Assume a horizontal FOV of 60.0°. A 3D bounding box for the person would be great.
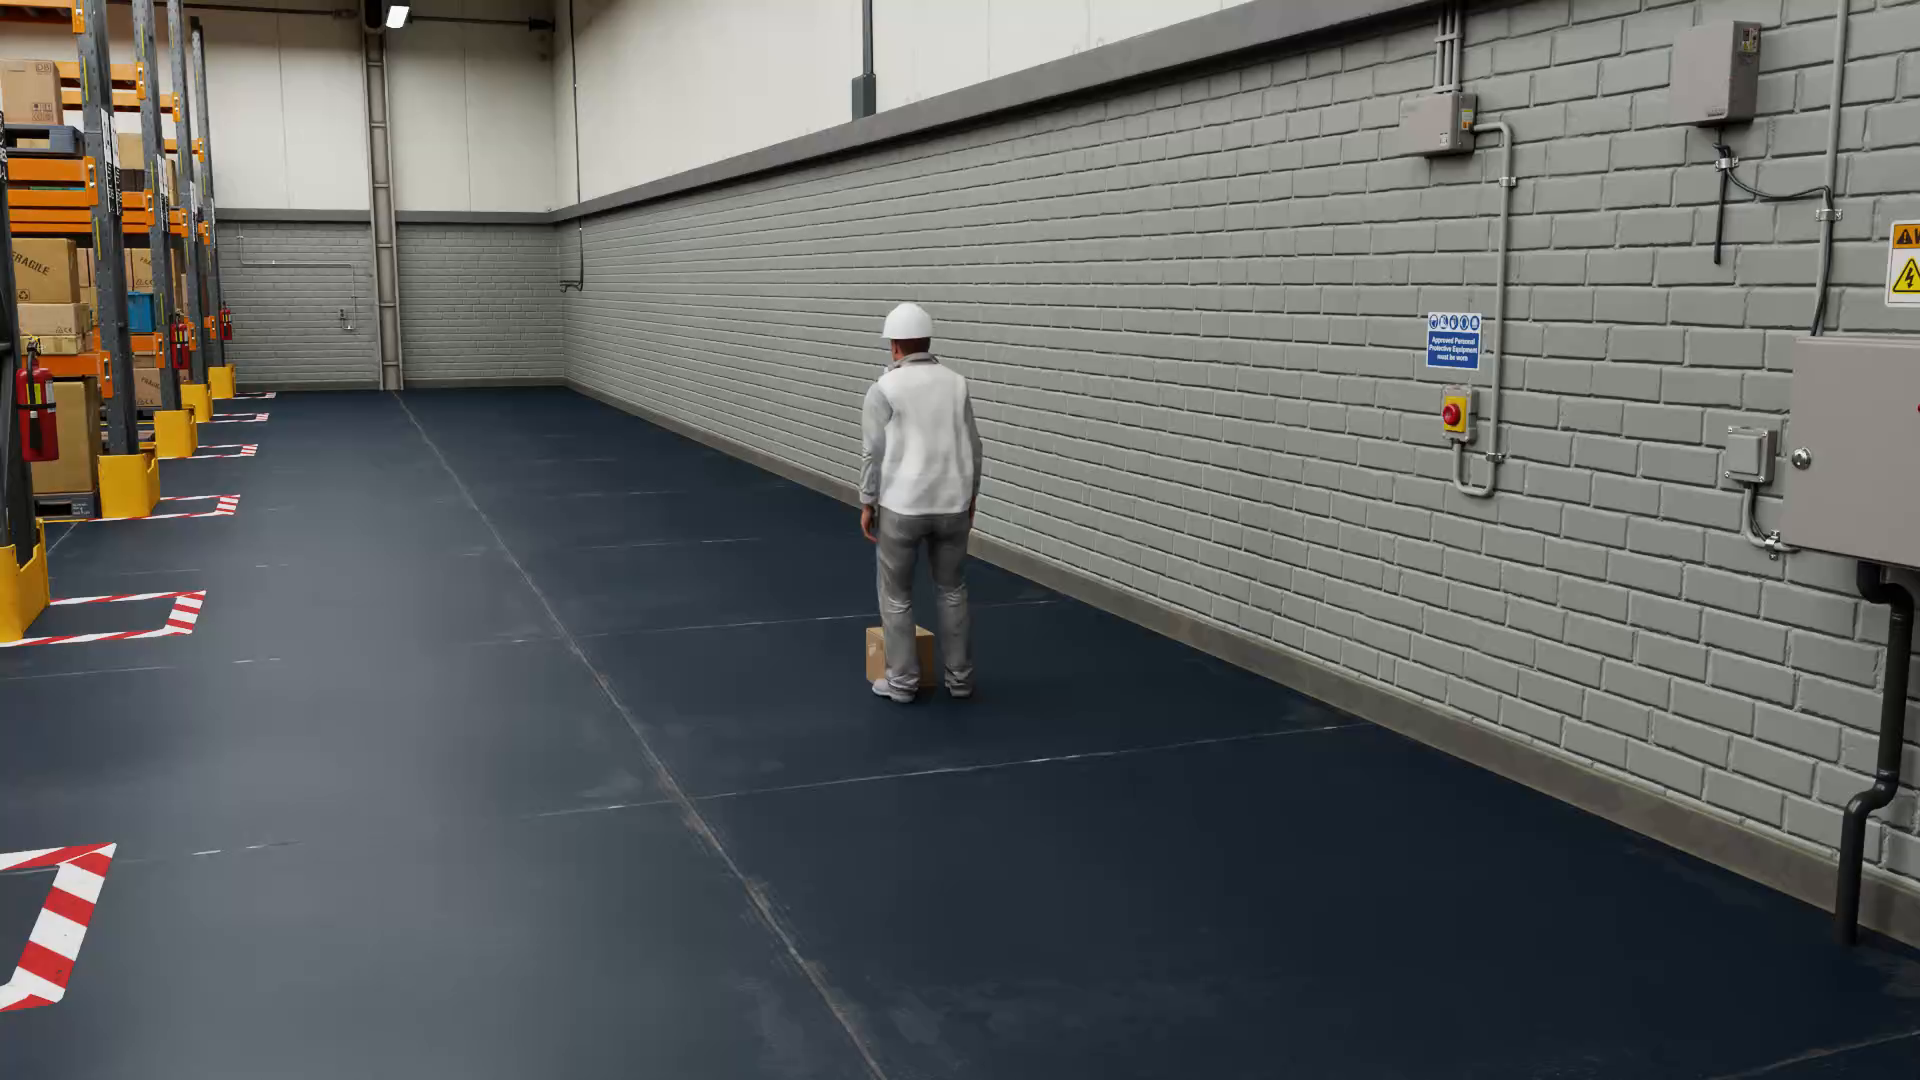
[{"bbox_3d":[-0.179,-0.163,7.434,0.583,1.770,0.464,-4,10,-24],"label":"person"}]
